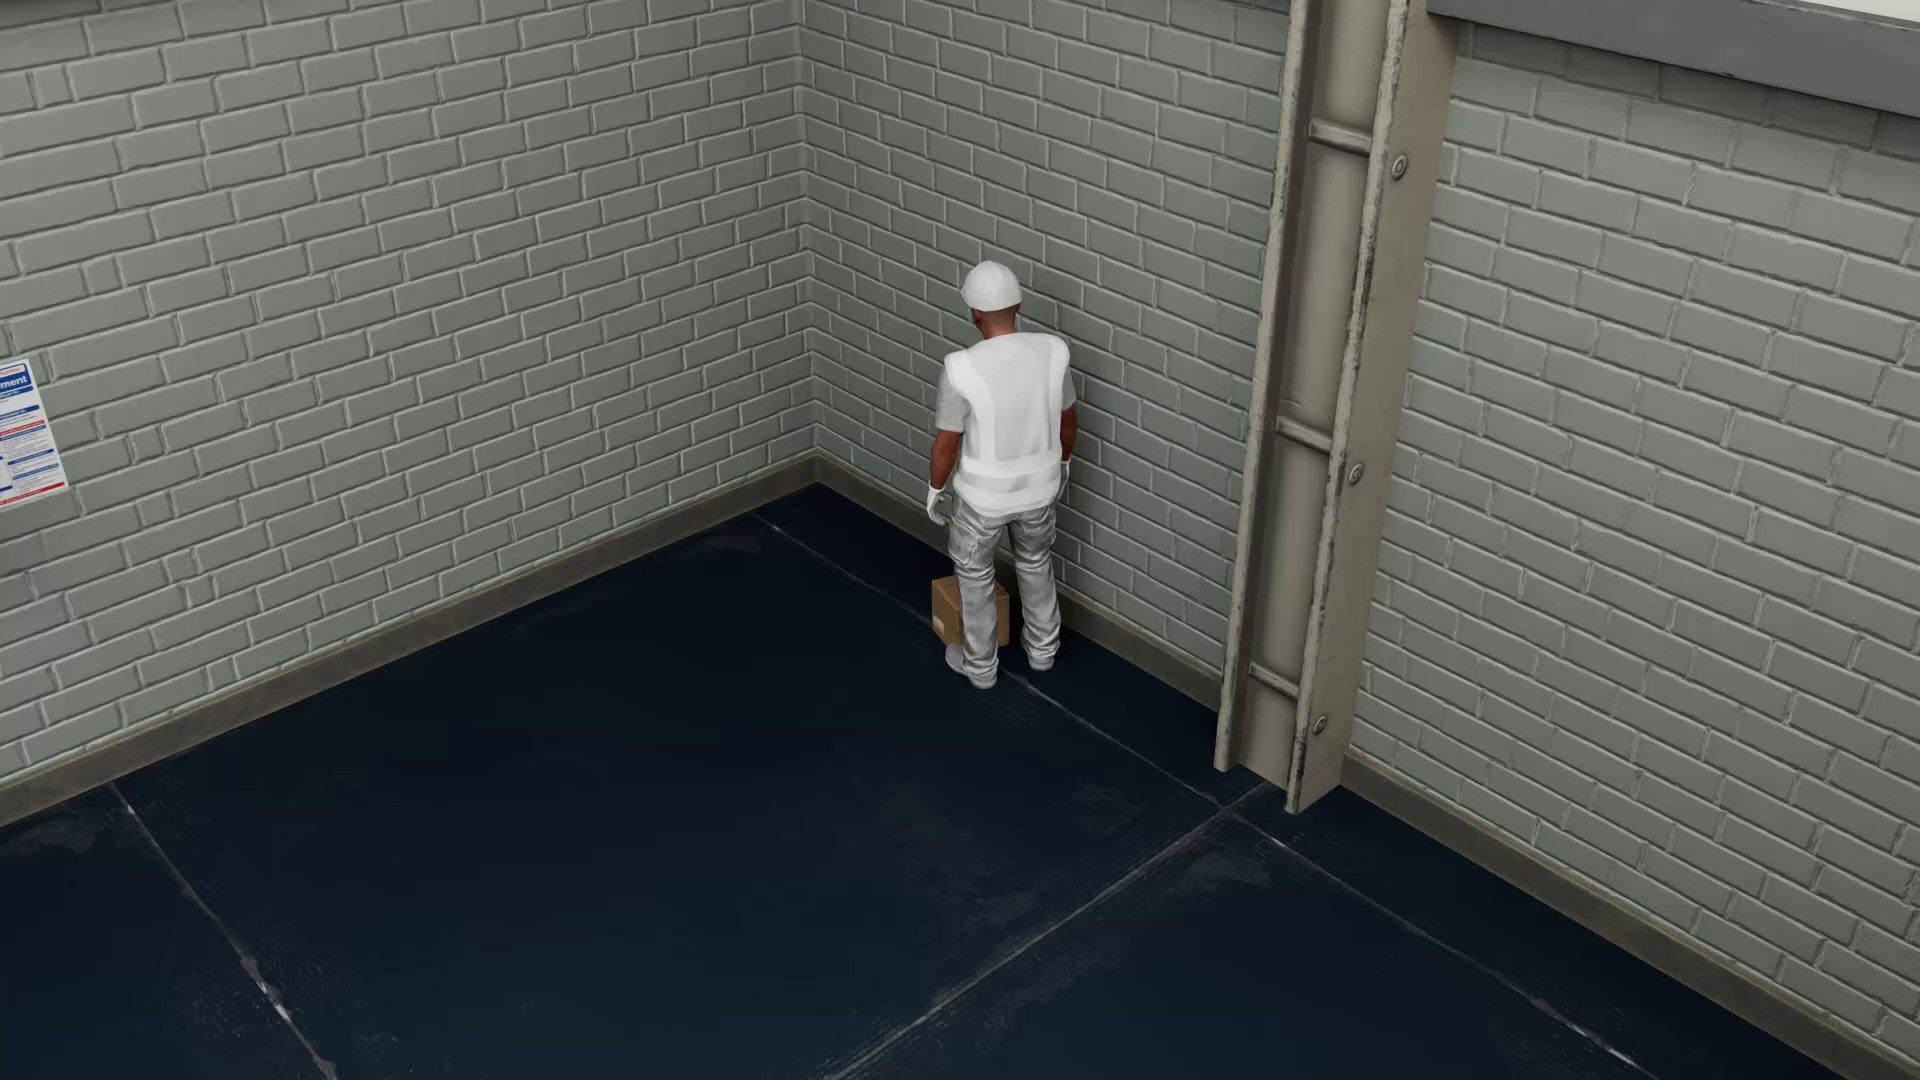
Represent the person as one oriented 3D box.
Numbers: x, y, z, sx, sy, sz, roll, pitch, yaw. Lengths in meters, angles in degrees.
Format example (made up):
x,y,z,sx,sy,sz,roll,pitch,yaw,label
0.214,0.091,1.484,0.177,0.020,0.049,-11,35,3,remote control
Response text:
x,y,z,sx,sy,sz,roll,pitch,yaw,label
0.166,-0.228,6.497,0.618,1.774,0.447,-13,34,-20,person
